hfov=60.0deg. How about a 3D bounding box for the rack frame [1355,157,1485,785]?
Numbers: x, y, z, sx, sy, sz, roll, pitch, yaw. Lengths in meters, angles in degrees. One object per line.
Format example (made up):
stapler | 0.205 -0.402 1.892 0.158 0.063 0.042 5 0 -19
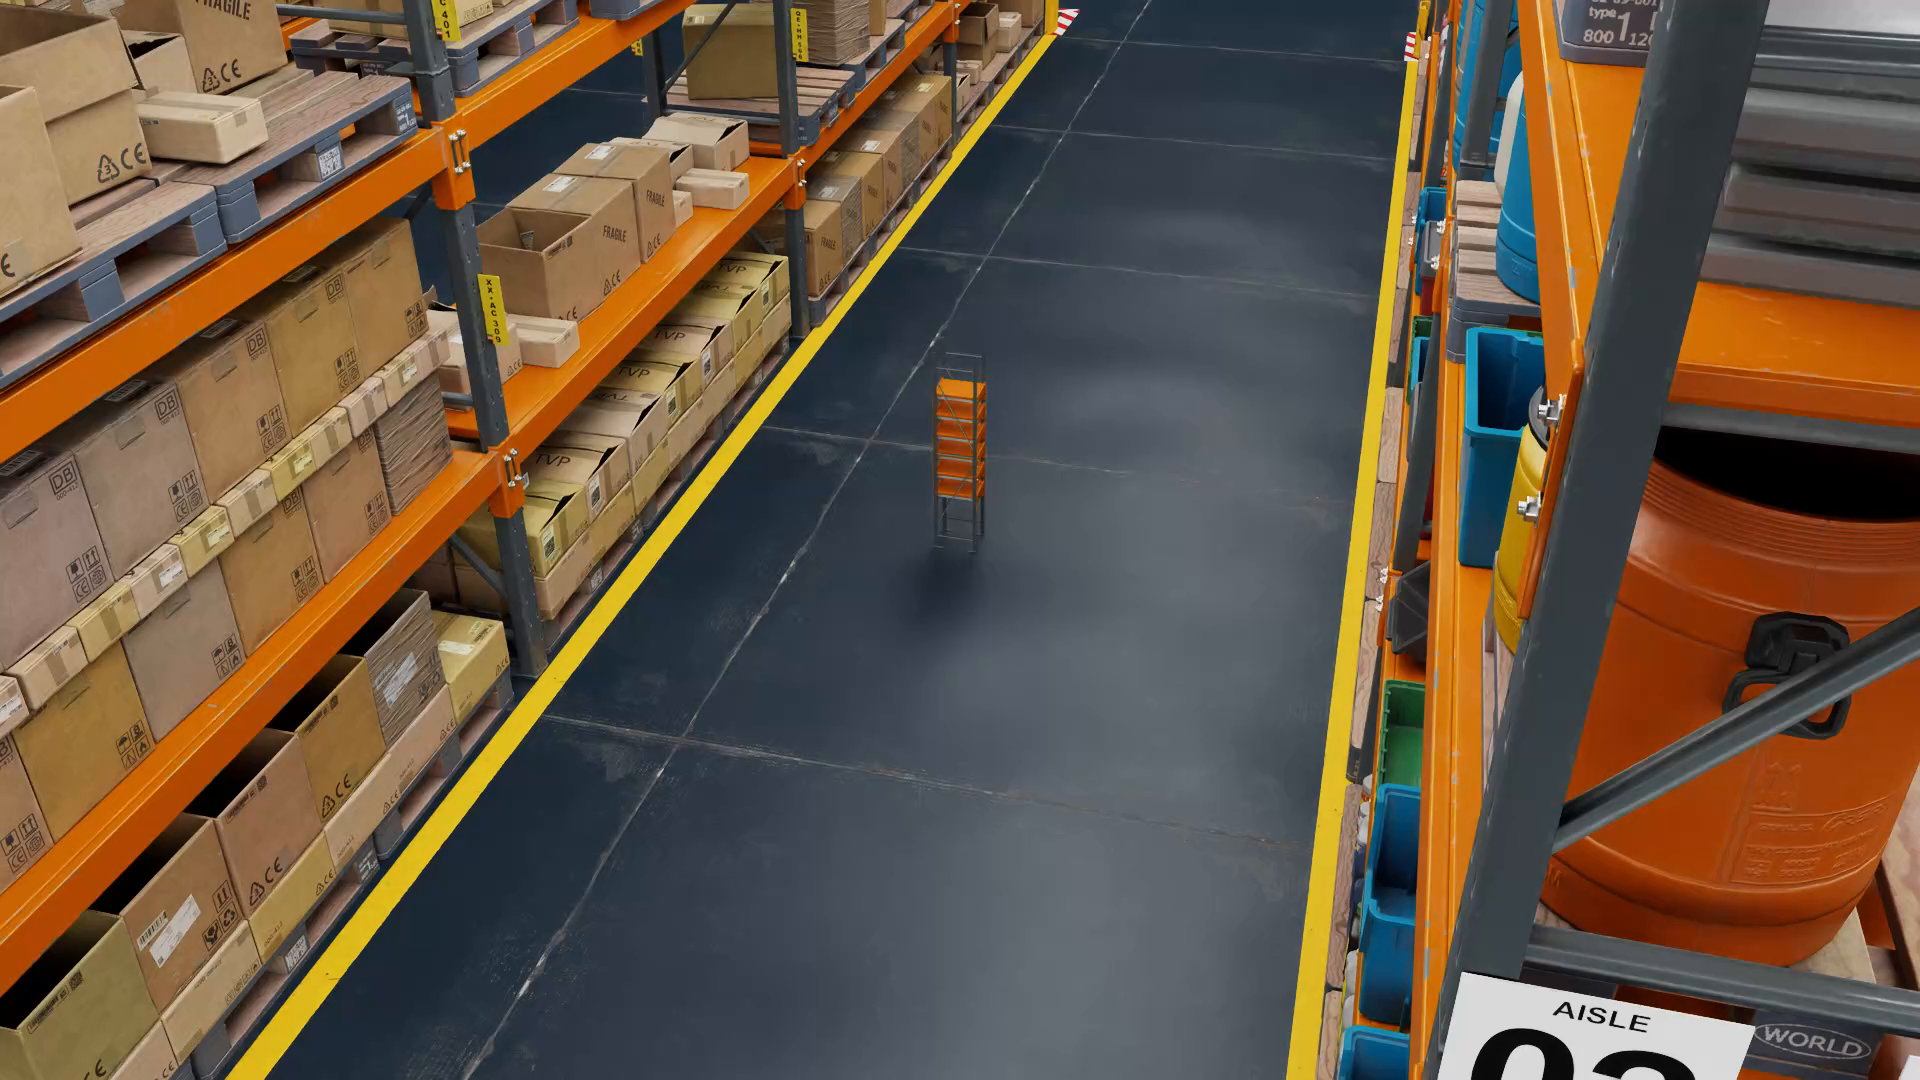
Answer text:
rack frame | 2.232 0.005 6.515 1.000 3.000 0.127 8 33 12

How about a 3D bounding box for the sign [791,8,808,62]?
sign | -1.005 -3.161 10.417 0.100 0.325 0.005 8 33 12

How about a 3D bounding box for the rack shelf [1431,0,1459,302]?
rack shelf | 2.740 -1.995 7.536 1.077 0.370 4.000 8 33 12

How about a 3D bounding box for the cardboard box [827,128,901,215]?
cardboard box | -0.764 -2.878 12.971 0.500 0.500 0.500 7 33 11

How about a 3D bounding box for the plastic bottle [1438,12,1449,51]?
plastic bottle | 3.723 -3.895 12.760 0.061 0.283 0.133 8 33 12

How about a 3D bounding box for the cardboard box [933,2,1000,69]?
cardboard box | -0.056 -4.930 16.196 0.797 0.503 0.637 8 33 12

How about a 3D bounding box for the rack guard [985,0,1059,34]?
rack guard | 0.468 -5.804 17.983 1.175 0.500 0.348 8 33 12

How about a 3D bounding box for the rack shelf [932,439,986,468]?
rack shelf | -0.004 -0.461 9.010 0.258 0.103 0.180 8 33 12

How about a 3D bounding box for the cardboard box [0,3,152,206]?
cardboard box | -3.098 -1.379 5.279 0.797 0.503 0.637 12 34 18

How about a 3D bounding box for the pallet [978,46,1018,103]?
pallet | -0.045 -4.637 16.417 1.003 0.211 1.213 8 33 12

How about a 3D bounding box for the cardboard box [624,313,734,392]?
cardboard box | -1.694 -1.163 10.001 0.500 0.311 0.500 8 33 12

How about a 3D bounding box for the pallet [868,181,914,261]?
pallet | -1.005 -2.583 13.187 1.003 0.211 1.213 8 33 12

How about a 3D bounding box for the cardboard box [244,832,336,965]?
cardboard box | -2.840 1.362 6.553 0.500 0.250 0.500 8 33 12

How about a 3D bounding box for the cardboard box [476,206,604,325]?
cardboard box | -2.214 -1.383 8.606 0.500 0.500 0.500 10 34 16

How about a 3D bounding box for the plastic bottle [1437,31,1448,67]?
plastic bottle | 3.628 -3.657 12.396 0.097 0.271 0.097 0 32 0

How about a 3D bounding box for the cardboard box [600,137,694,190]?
cardboard box | -1.957 -2.271 10.180 0.500 0.311 0.500 8 33 12

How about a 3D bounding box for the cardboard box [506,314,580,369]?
cardboard box | -2.135 -0.997 8.326 0.380 0.149 0.250 8 33 12

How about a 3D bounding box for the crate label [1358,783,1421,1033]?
crate label | 1.423 1.074 4.801 0.502 0.435 0.616 8 33 12

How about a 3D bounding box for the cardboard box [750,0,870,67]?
cardboard box | -1.075 -3.757 11.949 0.700 0.500 0.500 14 35 21

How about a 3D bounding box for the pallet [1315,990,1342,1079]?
pallet | 1.714 2.160 5.725 1.003 0.211 1.213 8 33 12

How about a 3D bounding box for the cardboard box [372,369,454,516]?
cardboard box | -2.665 -0.482 7.189 0.700 0.500 0.500 7 33 11

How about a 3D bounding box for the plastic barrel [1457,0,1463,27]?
plastic barrel | 2.663 -2.781 7.703 0.600 0.830 0.708 8 33 12

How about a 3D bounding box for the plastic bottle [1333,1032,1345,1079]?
plastic bottle | 1.385 1.833 5.769 0.152 0.276 0.135 7 33 11

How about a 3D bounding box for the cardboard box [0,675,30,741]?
cardboard box | -3.070 0.517 5.012 0.380 0.149 0.250 8 33 12

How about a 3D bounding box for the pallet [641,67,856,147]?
pallet | -1.439 -3.027 11.464 1.213 0.211 1.003 8 33 12

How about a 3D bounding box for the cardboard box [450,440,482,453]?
cardboard box | -2.607 -0.444 8.872 0.500 0.311 0.500 9 34 14

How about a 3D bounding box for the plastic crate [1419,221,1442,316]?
plastic crate | 2.541 -1.300 8.510 0.402 0.464 0.583 8 33 12

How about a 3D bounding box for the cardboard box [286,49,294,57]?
cardboard box | -5.582 -3.948 14.347 0.750 0.750 0.750 9 34 14

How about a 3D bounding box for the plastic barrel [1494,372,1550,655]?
plastic barrel | 1.384 -0.050 3.240 0.600 0.588 0.600 0 32 0

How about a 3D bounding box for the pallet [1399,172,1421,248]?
pallet | 4.026 -2.574 13.173 1.003 0.211 1.213 8 33 12

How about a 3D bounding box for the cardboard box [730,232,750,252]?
cardboard box | -1.533 -2.395 12.211 0.500 0.500 0.500 9 34 14

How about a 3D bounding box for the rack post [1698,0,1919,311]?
rack post | 1.532 -0.615 2.365 0.937 0.300 0.954 12 34 18

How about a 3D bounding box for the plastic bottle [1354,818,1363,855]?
plastic bottle | 1.676 1.212 6.816 0.097 0.201 0.097 0 32 0

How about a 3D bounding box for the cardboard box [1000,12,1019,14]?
cardboard box | 0.398 -5.374 17.209 0.380 0.166 0.250 8 33 12

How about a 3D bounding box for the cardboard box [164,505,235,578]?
cardboard box | -2.808 -0.020 5.857 0.380 0.149 0.250 9 34 14

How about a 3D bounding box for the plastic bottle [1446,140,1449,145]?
plastic bottle | 3.068 -2.482 10.613 0.097 0.201 0.097 0 32 0

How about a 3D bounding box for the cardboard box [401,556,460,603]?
cardboard box | -2.733 0.058 8.605 0.500 0.250 0.500 8 33 12

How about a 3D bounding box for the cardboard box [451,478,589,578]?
cardboard box | -2.212 -0.105 8.338 0.500 0.311 0.500 8 33 13

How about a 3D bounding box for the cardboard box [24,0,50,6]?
cardboard box | -6.394 -3.738 11.295 0.380 0.149 0.250 4 33 6

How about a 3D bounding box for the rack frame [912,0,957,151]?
rack frame | -0.528 -4.822 14.109 1.000 3.000 0.127 8 33 12

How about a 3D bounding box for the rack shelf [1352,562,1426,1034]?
rack shelf | 1.725 1.347 5.076 1.077 0.370 4.000 8 33 12

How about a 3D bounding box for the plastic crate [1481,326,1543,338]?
plastic crate | 1.568 -0.389 4.538 0.336 0.188 0.450 8 33 12

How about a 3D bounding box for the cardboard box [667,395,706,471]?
cardboard box | -1.826 -0.661 9.736 0.500 0.250 0.500 9 33 13

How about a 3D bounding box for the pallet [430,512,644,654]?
pallet | -2.409 0.118 8.937 1.003 0.211 1.213 8 33 12

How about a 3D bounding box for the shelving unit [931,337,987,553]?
shelving unit | -0.004 -0.499 8.986 0.258 1.200 0.189 8 33 12

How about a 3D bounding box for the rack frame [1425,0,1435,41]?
rack frame | 5.278 -6.222 16.311 1.000 3.000 0.127 8 33 12

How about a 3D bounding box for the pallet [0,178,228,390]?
pallet | -3.061 -0.822 5.104 1.003 0.211 1.213 8 33 12

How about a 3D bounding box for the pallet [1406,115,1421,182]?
pallet | 4.412 -3.356 14.402 1.003 0.211 1.213 8 33 12

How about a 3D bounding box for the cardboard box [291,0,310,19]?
cardboard box | -5.576 -4.394 13.651 0.380 0.149 0.250 9 34 14

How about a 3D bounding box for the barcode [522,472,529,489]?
barcode | -2.091 -0.283 7.993 0.001 0.075 0.075 8 33 12

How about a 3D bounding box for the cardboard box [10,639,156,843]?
cardboard box | -3.182 0.592 5.499 0.700 0.500 0.500 8 33 13

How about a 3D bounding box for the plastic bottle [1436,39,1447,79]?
plastic bottle | 3.531 -3.504 12.144 0.061 0.283 0.133 8 33 12

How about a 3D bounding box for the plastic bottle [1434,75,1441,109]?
plastic bottle | 3.389 -3.153 11.529 0.144 0.351 0.185 8 33 12

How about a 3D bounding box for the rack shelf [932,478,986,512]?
rack shelf | -0.004 -0.259 9.139 0.258 0.103 0.180 8 33 12

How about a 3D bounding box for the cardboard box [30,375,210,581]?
cardboard box | -3.047 -0.248 5.612 0.700 0.500 0.500 8 33 12

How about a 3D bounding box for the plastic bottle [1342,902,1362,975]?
plastic bottle | 1.496 1.506 6.276 0.061 0.283 0.133 9 34 15

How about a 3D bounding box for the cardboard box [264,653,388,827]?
cardboard box | -2.726 0.784 6.763 0.500 0.500 0.500 8 33 12

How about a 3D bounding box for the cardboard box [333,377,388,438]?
cardboard box | -2.549 -0.552 6.695 0.380 0.149 0.250 7 33 11

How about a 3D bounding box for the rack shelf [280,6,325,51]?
rack shelf | -5.828 -4.153 13.728 1.077 0.370 4.000 8 33 12
